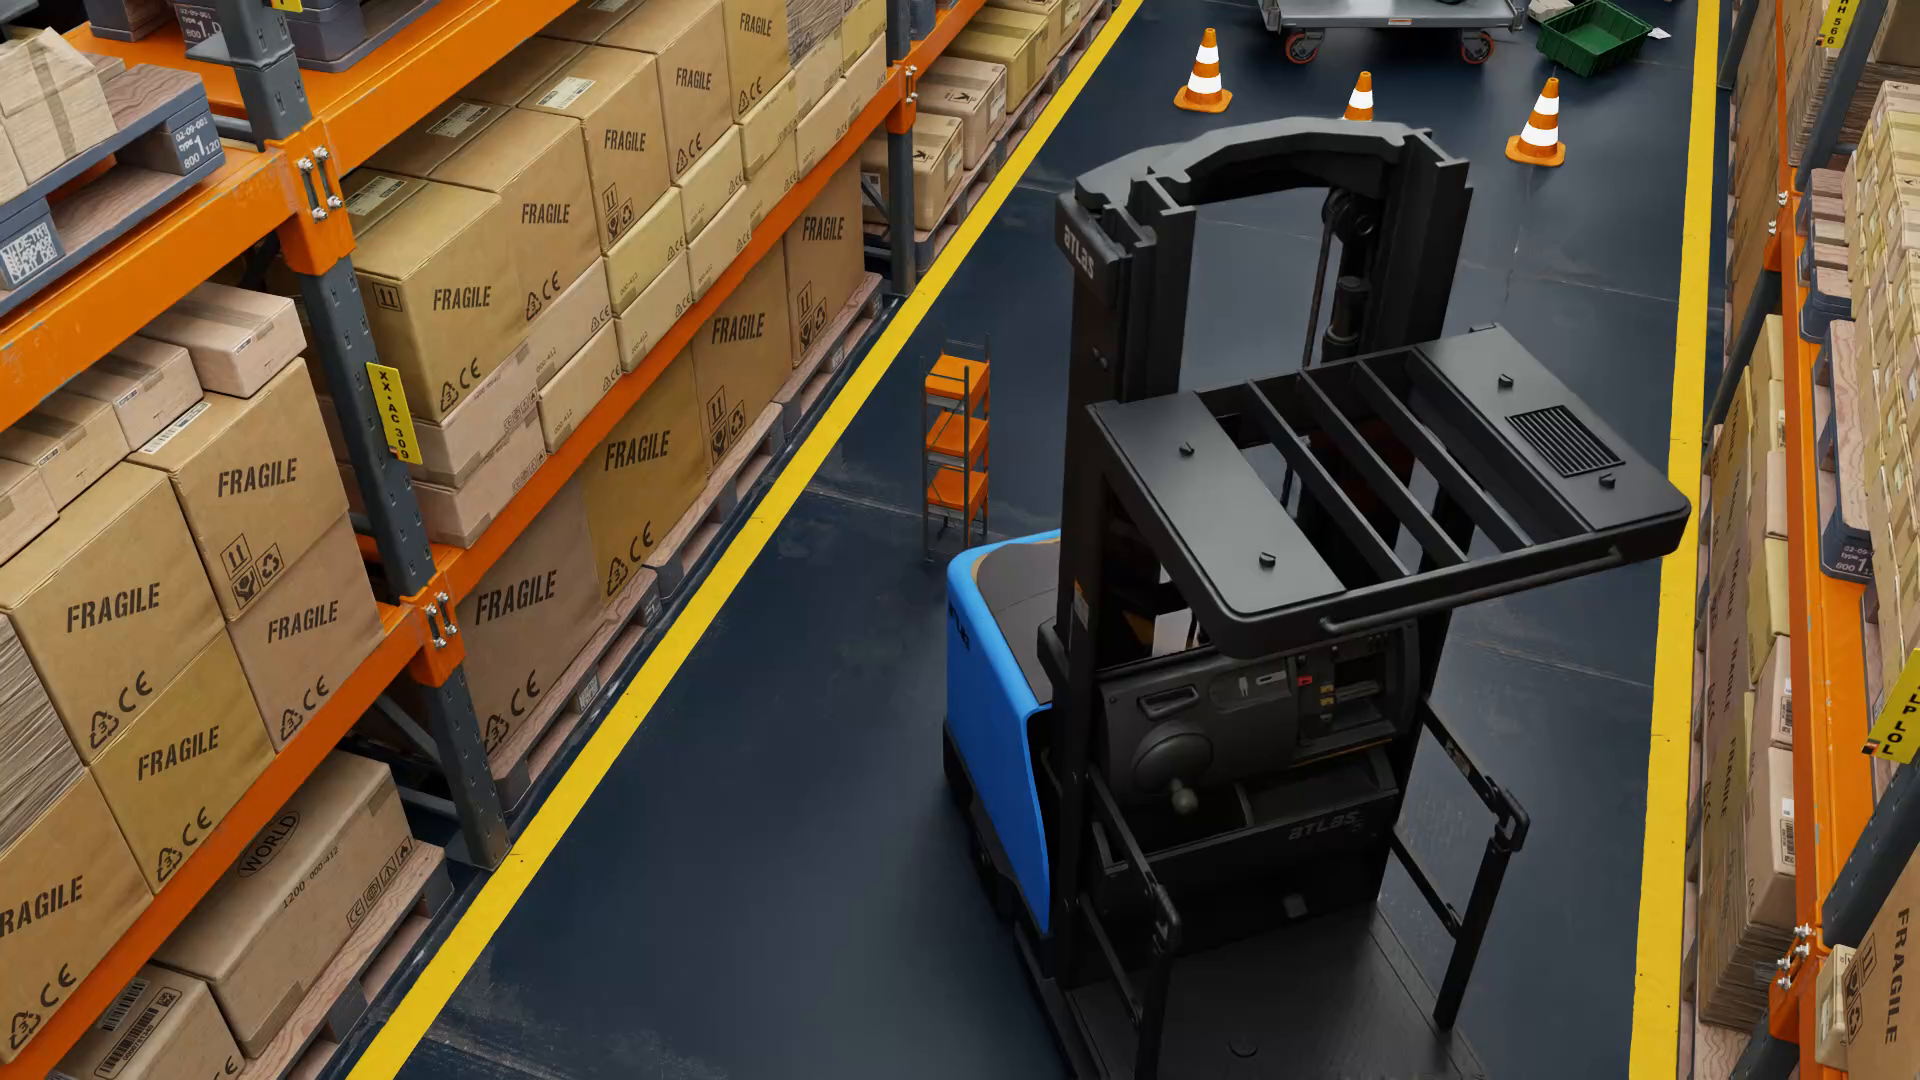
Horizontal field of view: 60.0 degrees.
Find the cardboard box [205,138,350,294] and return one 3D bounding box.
[{"bbox_3d":[-2.175,-0.858,5.097,0.500,0.500,0.500,15,43,16],"label":"cardboard box"}]

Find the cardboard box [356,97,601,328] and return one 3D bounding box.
[{"bbox_3d":[-1.524,-1.050,5.323,0.500,0.500,0.500,13,42,15],"label":"cardboard box"}]

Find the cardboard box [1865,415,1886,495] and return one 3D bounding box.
[{"bbox_3d":[2.986,-0.220,5.066,0.380,0.149,0.250,15,43,17],"label":"cardboard box"}]

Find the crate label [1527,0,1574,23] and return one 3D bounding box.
[{"bbox_3d":[4.053,-3.628,11.396,0.298,0.136,0.250,-13,42,-15],"label":"crate label"}]

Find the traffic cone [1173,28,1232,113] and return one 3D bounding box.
[{"bbox_3d":[1.535,-2.958,10.361,0.336,0.463,0.334,13,42,15],"label":"traffic cone"}]

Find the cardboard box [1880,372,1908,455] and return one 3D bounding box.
[{"bbox_3d":[2.992,-0.343,4.981,0.380,0.149,0.250,13,42,15],"label":"cardboard box"}]

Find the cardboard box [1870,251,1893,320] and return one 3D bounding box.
[{"bbox_3d":[3.257,-0.806,5.524,0.380,0.149,0.250,13,42,15],"label":"cardboard box"}]

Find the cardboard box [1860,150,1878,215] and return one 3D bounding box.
[{"bbox_3d":[3.517,-1.275,6.074,0.380,0.149,0.250,15,43,17],"label":"cardboard box"}]

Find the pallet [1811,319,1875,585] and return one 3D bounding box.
[{"bbox_3d":[3.323,-0.224,5.349,1.003,0.211,1.213,13,42,15],"label":"pallet"}]

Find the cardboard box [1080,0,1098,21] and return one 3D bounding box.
[{"bbox_3d":[0.467,-3.830,11.129,0.950,0.372,0.625,14,42,16],"label":"cardboard box"}]

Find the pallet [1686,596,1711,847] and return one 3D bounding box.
[{"bbox_3d":[3.274,0.765,6.191,1.003,0.211,1.213,13,42,15],"label":"pallet"}]

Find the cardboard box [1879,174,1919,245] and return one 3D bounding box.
[{"bbox_3d":[3.353,-1.091,5.629,0.380,0.149,0.250,12,42,13],"label":"cardboard box"}]

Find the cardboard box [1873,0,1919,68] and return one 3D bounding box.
[{"bbox_3d":[4.125,-2.204,6.674,0.700,0.500,0.500,13,42,15],"label":"cardboard box"}]

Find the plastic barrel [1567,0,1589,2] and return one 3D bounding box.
[{"bbox_3d":[4.276,-4.006,11.619,0.421,0.421,0.512,-21,45,-22],"label":"plastic barrel"}]

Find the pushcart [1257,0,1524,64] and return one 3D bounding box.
[{"bbox_3d":[2.803,-3.517,11.082,1.648,0.377,0.936,0,40,0],"label":"pushcart"}]

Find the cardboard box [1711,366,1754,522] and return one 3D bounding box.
[{"bbox_3d":[3.480,-0.348,6.949,0.500,0.500,0.500,12,42,13],"label":"cardboard box"}]

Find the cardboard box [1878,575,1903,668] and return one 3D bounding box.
[{"bbox_3d":[2.719,0.266,4.498,0.380,0.149,0.250,13,42,15],"label":"cardboard box"}]

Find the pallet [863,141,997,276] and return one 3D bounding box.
[{"bbox_3d":[-0.456,-1.966,9.392,1.003,0.211,1.213,13,42,15],"label":"pallet"}]

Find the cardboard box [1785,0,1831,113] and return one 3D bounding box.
[{"bbox_3d":[4.035,-2.190,7.429,0.500,0.500,0.500,13,42,15],"label":"cardboard box"}]

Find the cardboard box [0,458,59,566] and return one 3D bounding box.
[{"bbox_3d":[-2.255,-0.073,3.677,0.380,0.149,0.250,13,42,15],"label":"cardboard box"}]

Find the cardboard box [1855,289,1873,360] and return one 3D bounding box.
[{"bbox_3d":[3.256,-0.694,5.622,0.380,0.149,0.250,15,43,16],"label":"cardboard box"}]

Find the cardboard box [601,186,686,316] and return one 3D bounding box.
[{"bbox_3d":[-1.327,-1.076,5.930,0.500,0.250,0.500,14,42,16],"label":"cardboard box"}]

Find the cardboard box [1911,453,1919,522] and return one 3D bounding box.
[{"bbox_3d":[2.819,-0.134,4.508,0.380,0.149,0.250,13,42,15],"label":"cardboard box"}]

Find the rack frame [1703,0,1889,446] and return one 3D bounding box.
[{"bbox_3d":[3.962,-1.514,6.713,1.000,3.000,0.127,13,42,15],"label":"rack frame"}]

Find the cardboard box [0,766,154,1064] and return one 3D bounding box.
[{"bbox_3d":[-2.339,0.816,3.906,0.500,0.500,0.500,13,42,14],"label":"cardboard box"}]

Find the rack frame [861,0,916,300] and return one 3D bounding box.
[{"bbox_3d":[-0.724,-2.551,7.928,1.000,3.000,0.127,13,42,15],"label":"rack frame"}]

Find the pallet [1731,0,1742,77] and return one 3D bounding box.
[{"bbox_3d":[5.663,-3.339,11.001,1.003,0.211,1.213,13,42,15],"label":"pallet"}]

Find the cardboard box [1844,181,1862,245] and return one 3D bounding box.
[{"bbox_3d":[3.527,-1.186,6.199,0.380,0.149,0.250,15,43,17],"label":"cardboard box"}]

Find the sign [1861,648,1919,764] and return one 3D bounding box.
[{"bbox_3d":[2.071,0.365,3.619,0.100,0.325,0.005,13,42,15],"label":"sign"}]

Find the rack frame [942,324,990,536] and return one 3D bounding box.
[{"bbox_3d":[0.023,-0.441,6.958,0.200,1.050,0.008,13,42,15],"label":"rack frame"}]

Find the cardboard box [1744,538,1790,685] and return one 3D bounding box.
[{"bbox_3d":[2.967,0.286,5.629,0.500,0.250,0.500,12,42,13],"label":"cardboard box"}]

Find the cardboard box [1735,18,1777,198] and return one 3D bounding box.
[{"bbox_3d":[4.869,-2.271,9.011,1.050,0.750,0.750,13,42,15],"label":"cardboard box"}]

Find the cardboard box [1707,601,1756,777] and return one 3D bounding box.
[{"bbox_3d":[2.966,0.585,5.855,0.500,0.500,0.500,12,42,14],"label":"cardboard box"}]

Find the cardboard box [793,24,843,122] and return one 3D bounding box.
[{"bbox_3d":[-0.823,-2.018,7.035,0.500,0.250,0.500,12,42,14],"label":"cardboard box"}]

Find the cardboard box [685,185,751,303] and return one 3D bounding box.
[{"bbox_3d":[-1.148,-1.191,6.451,0.500,0.250,0.500,13,42,14],"label":"cardboard box"}]

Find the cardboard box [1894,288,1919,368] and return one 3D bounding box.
[{"bbox_3d":[3.085,-0.612,5.068,0.380,0.149,0.250,13,42,14],"label":"cardboard box"}]

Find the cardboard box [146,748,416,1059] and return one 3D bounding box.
[{"bbox_3d":[-2.408,1.063,5.343,0.875,0.438,0.875,13,42,14],"label":"cardboard box"}]

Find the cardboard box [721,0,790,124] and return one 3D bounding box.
[{"bbox_3d":[-0.999,-1.979,6.412,0.500,0.500,0.500,13,42,15],"label":"cardboard box"}]

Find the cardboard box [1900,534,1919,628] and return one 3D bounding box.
[{"bbox_3d":[2.721,0.151,4.403,0.380,0.149,0.250,15,43,17],"label":"cardboard box"}]

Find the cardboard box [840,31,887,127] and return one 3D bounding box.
[{"bbox_3d":[-0.653,-2.127,7.548,0.500,0.250,0.500,12,42,14],"label":"cardboard box"}]

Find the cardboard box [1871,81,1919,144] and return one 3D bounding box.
[{"bbox_3d":[3.620,-1.563,6.182,0.380,0.149,0.250,13,42,15],"label":"cardboard box"}]

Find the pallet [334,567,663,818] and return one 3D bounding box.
[{"bbox_3d":[-1.899,0.463,6.545,1.003,0.211,1.213,13,42,15],"label":"pallet"}]

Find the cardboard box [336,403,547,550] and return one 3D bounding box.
[{"bbox_3d":[-1.694,-0.264,5.363,0.500,0.250,0.500,12,42,14],"label":"cardboard box"}]

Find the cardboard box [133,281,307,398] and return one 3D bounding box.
[{"bbox_3d":[-1.898,-0.518,4.198,0.380,0.149,0.250,12,42,14],"label":"cardboard box"}]

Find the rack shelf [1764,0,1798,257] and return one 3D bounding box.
[{"bbox_3d":[4.646,-2.460,8.376,1.077,0.370,4.000,13,42,15],"label":"rack shelf"}]

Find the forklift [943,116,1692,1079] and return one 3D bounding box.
[{"bbox_3d":[0.895,0.550,4.347,1.130,2.935,3.031,-12,42,-14],"label":"forklift"}]

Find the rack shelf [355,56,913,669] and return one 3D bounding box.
[{"bbox_3d":[-1.408,-1.057,6.732,1.077,0.370,4.000,13,42,15],"label":"rack shelf"}]

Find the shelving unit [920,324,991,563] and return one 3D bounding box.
[{"bbox_3d":[-0.018,-0.367,6.871,0.215,1.050,0.252,13,42,15],"label":"shelving unit"}]

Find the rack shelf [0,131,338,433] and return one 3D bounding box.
[{"bbox_3d":[-2.776,0.241,2.899,1.077,0.370,4.000,13,42,15],"label":"rack shelf"}]

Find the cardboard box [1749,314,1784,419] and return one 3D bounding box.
[{"bbox_3d":[3.499,-0.641,6.715,0.500,0.250,0.500,11,42,13],"label":"cardboard box"}]

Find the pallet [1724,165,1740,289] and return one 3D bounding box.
[{"bbox_3d":[4.721,-1.658,9.031,1.003,0.211,1.213,13,42,15],"label":"pallet"}]

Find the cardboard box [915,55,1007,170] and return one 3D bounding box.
[{"bbox_3d":[-0.277,-2.505,9.576,0.950,0.372,0.625,13,42,14],"label":"cardboard box"}]

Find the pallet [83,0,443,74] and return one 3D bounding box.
[{"bbox_3d":[-1.825,-1.749,4.826,0.805,0.209,1.217,12,42,13],"label":"pallet"}]

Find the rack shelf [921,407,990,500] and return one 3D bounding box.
[{"bbox_3d":[-0.018,-0.359,6.878,0.215,0.259,0.240,13,42,15],"label":"rack shelf"}]

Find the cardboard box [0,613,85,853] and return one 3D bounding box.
[{"bbox_3d":[-2.340,0.440,3.576,0.500,0.500,0.500,14,42,16],"label":"cardboard box"}]

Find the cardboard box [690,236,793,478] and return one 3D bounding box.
[{"bbox_3d":[-1.347,-0.956,7.373,0.875,0.875,0.875,14,42,16],"label":"cardboard box"}]
